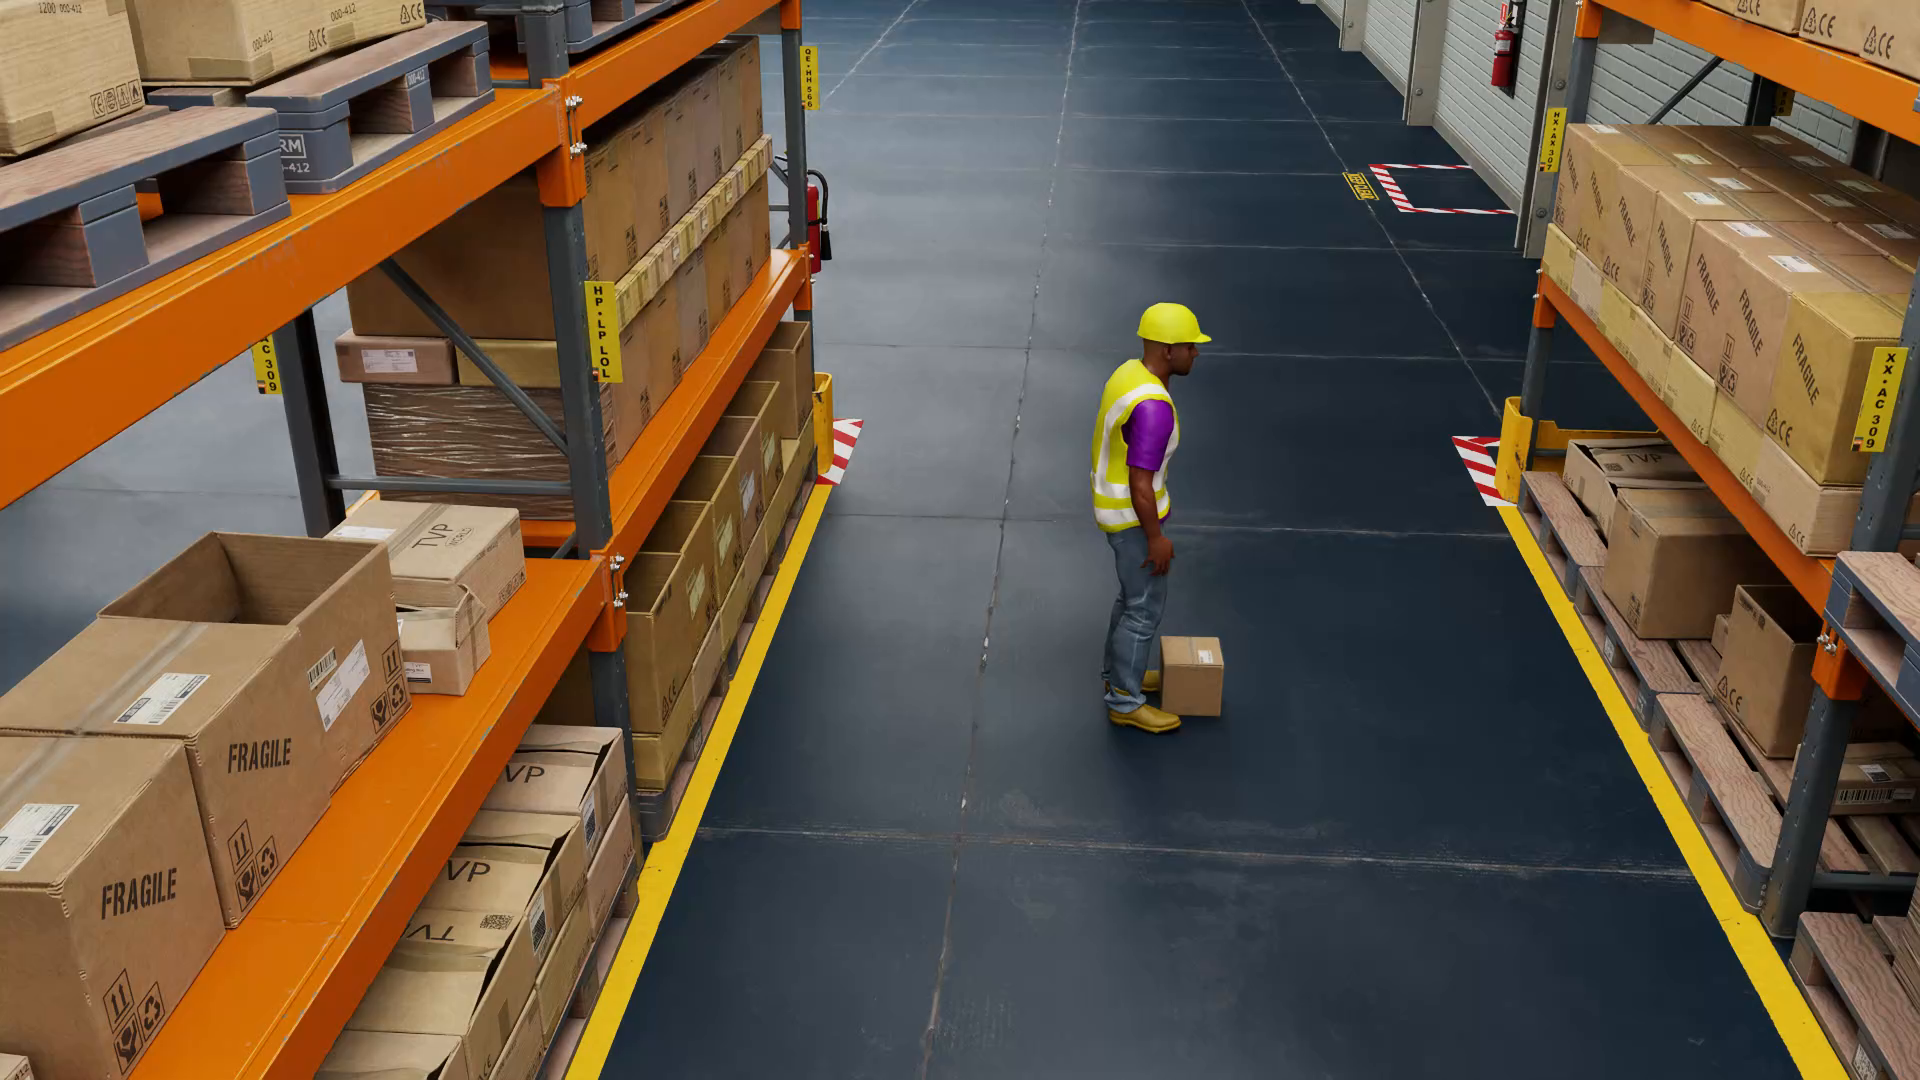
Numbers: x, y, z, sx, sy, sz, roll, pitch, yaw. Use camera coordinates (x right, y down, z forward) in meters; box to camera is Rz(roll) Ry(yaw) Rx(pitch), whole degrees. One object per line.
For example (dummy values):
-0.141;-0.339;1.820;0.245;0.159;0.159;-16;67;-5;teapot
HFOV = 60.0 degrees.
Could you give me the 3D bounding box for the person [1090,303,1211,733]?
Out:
0.761;-0.112;6.828;0.454;1.761;0.636;1;24;1;person
